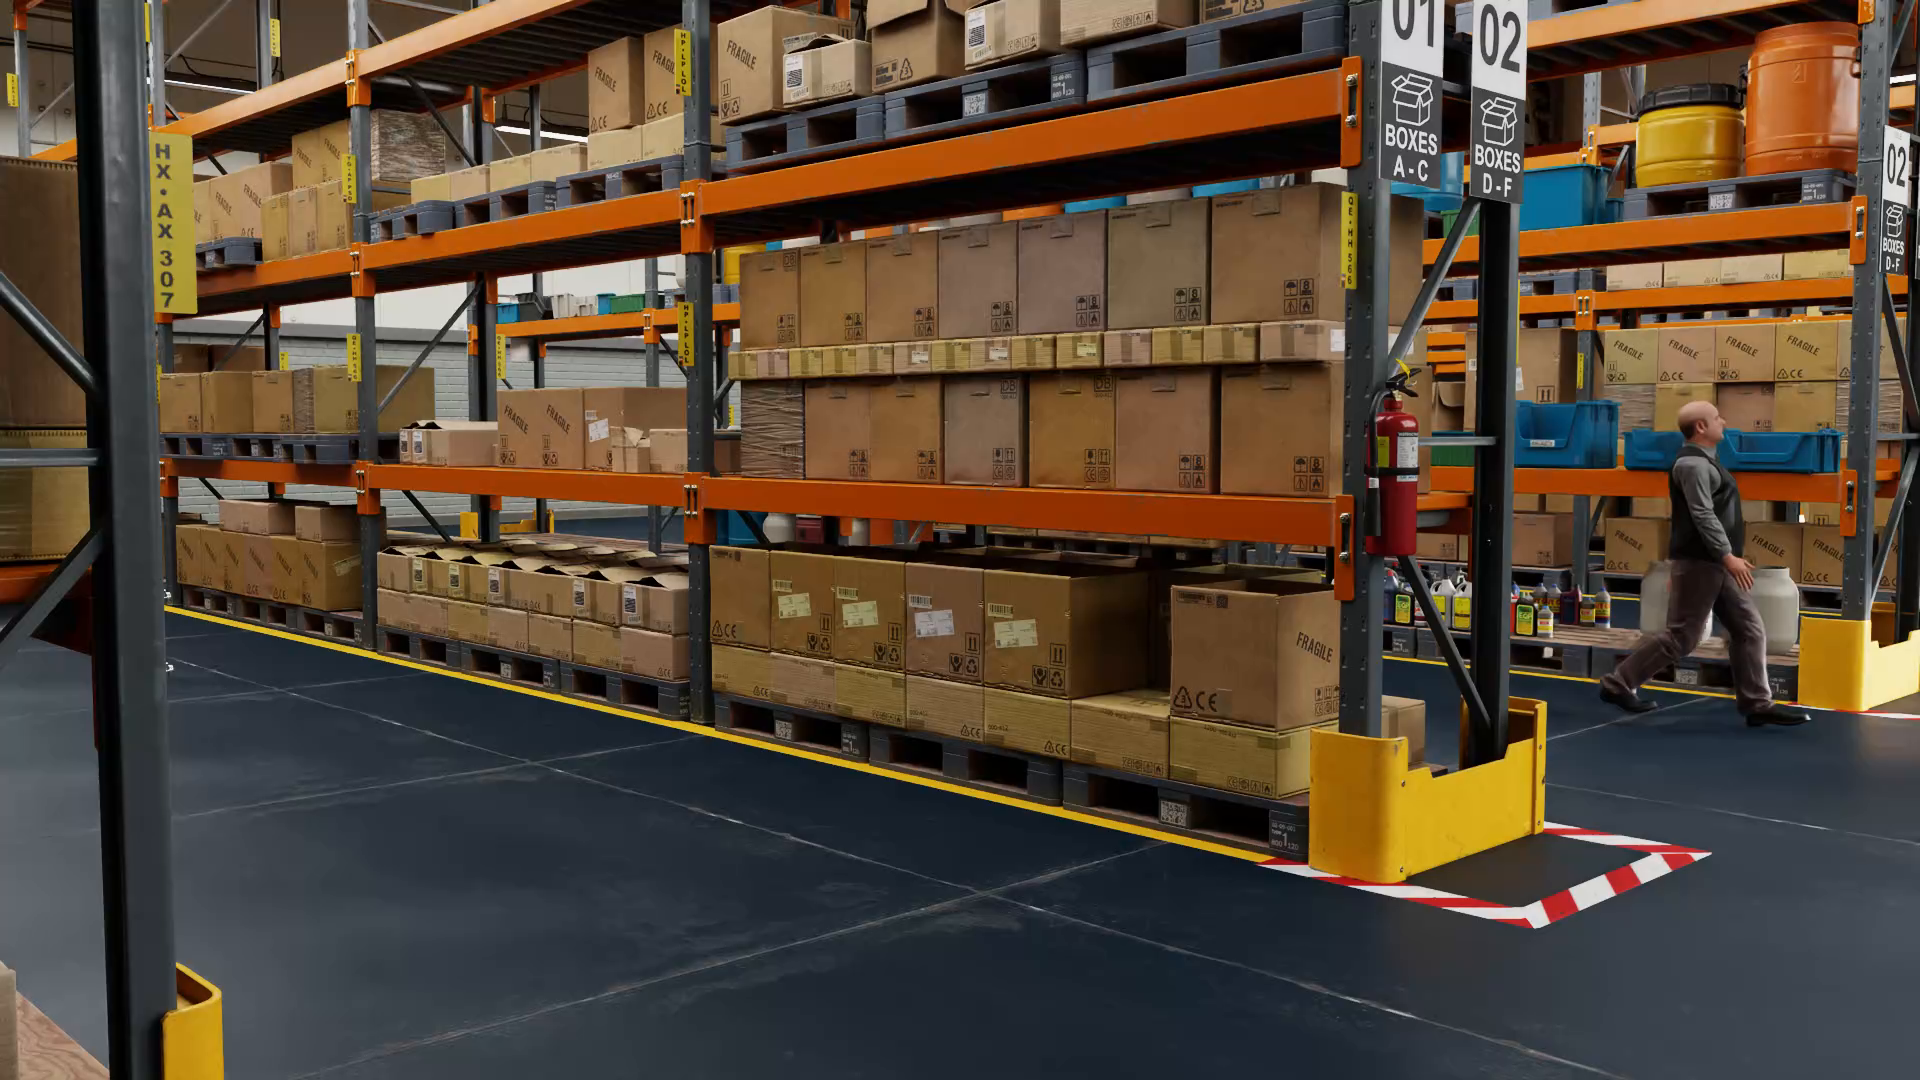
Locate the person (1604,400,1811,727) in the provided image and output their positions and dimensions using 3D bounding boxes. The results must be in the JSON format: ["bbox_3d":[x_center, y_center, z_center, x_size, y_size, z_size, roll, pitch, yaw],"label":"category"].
[{"bbox_3d":[3.860,0.123,8.563,0.974,1.681,0.537,2,4,29],"label":"person"}]
